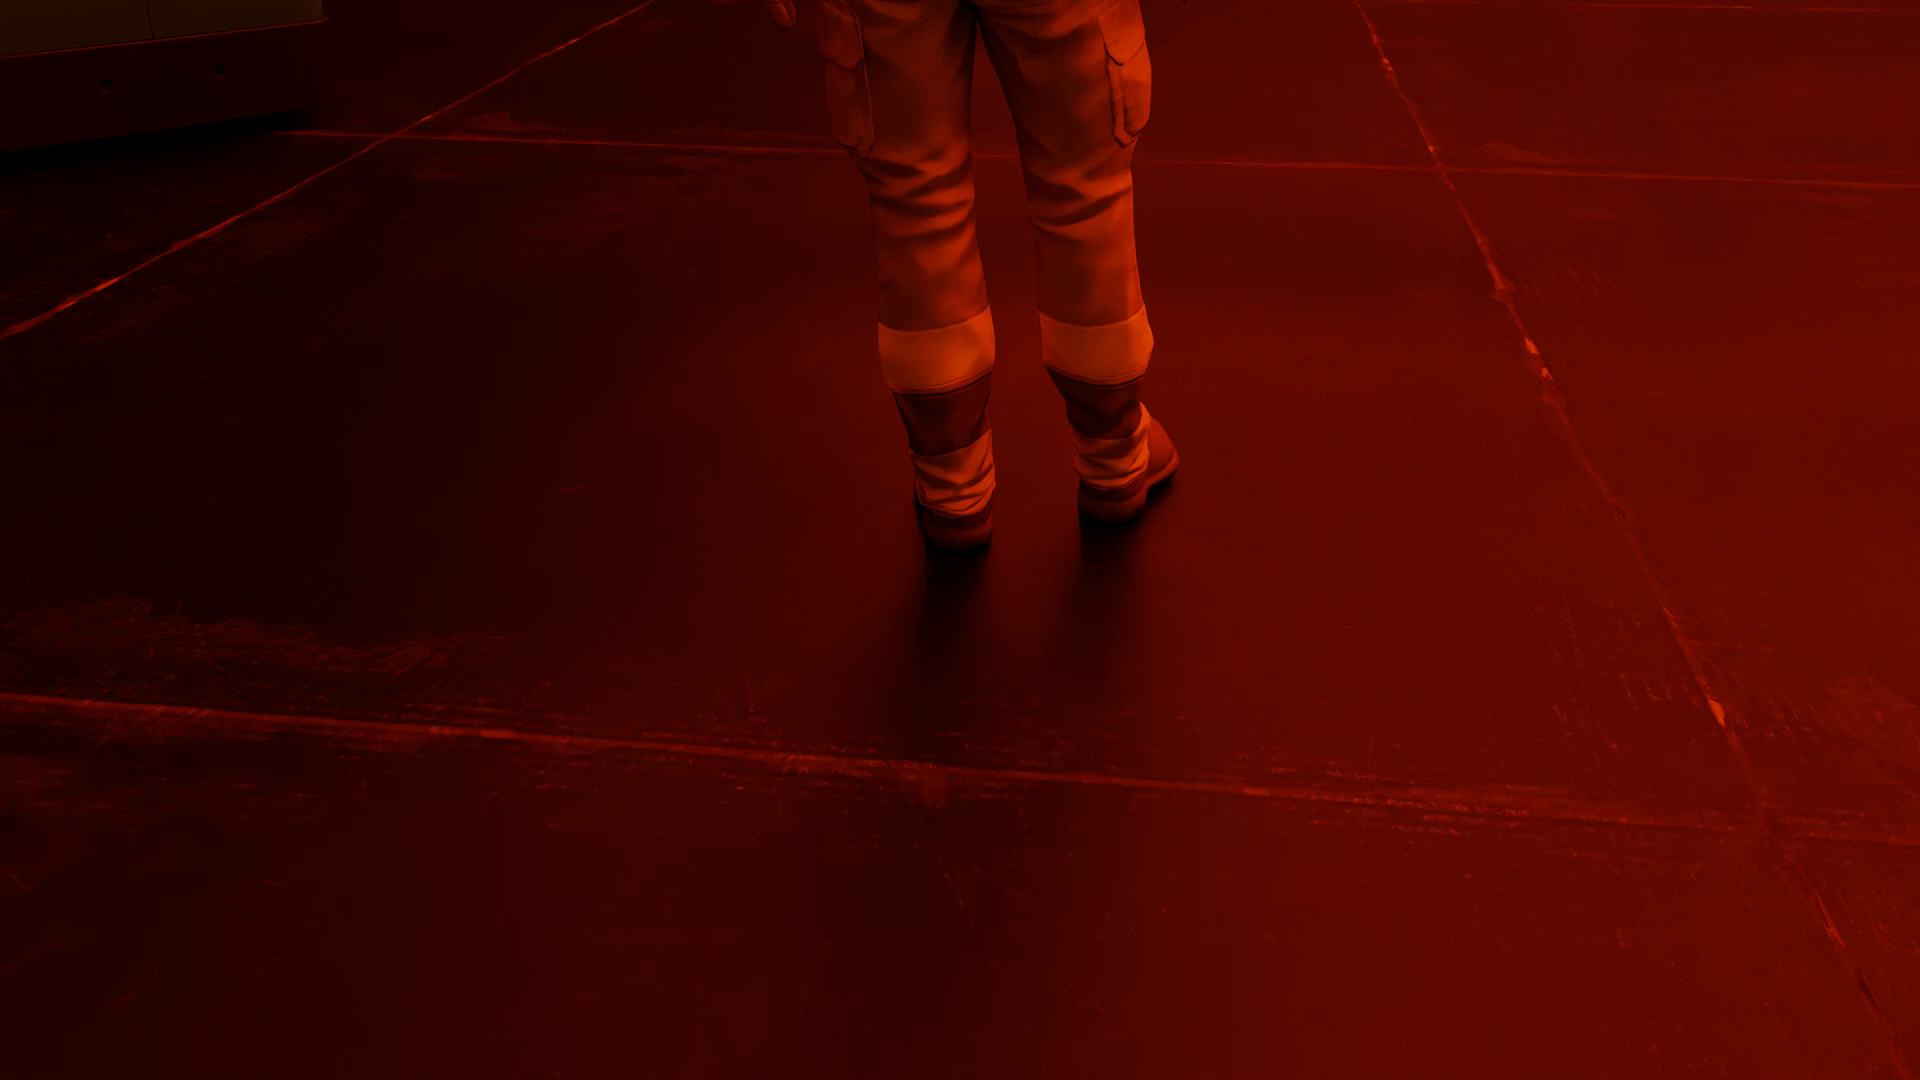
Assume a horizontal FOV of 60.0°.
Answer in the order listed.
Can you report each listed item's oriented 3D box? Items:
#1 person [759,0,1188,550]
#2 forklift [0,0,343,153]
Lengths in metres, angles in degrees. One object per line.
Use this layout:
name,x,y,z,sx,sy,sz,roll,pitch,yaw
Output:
person,0.023,-0.842,2.167,0.637,1.787,0.564,3,27,7
forklift,-3.201,-2.901,5.033,1.130,2.935,3.031,-22,34,-37
